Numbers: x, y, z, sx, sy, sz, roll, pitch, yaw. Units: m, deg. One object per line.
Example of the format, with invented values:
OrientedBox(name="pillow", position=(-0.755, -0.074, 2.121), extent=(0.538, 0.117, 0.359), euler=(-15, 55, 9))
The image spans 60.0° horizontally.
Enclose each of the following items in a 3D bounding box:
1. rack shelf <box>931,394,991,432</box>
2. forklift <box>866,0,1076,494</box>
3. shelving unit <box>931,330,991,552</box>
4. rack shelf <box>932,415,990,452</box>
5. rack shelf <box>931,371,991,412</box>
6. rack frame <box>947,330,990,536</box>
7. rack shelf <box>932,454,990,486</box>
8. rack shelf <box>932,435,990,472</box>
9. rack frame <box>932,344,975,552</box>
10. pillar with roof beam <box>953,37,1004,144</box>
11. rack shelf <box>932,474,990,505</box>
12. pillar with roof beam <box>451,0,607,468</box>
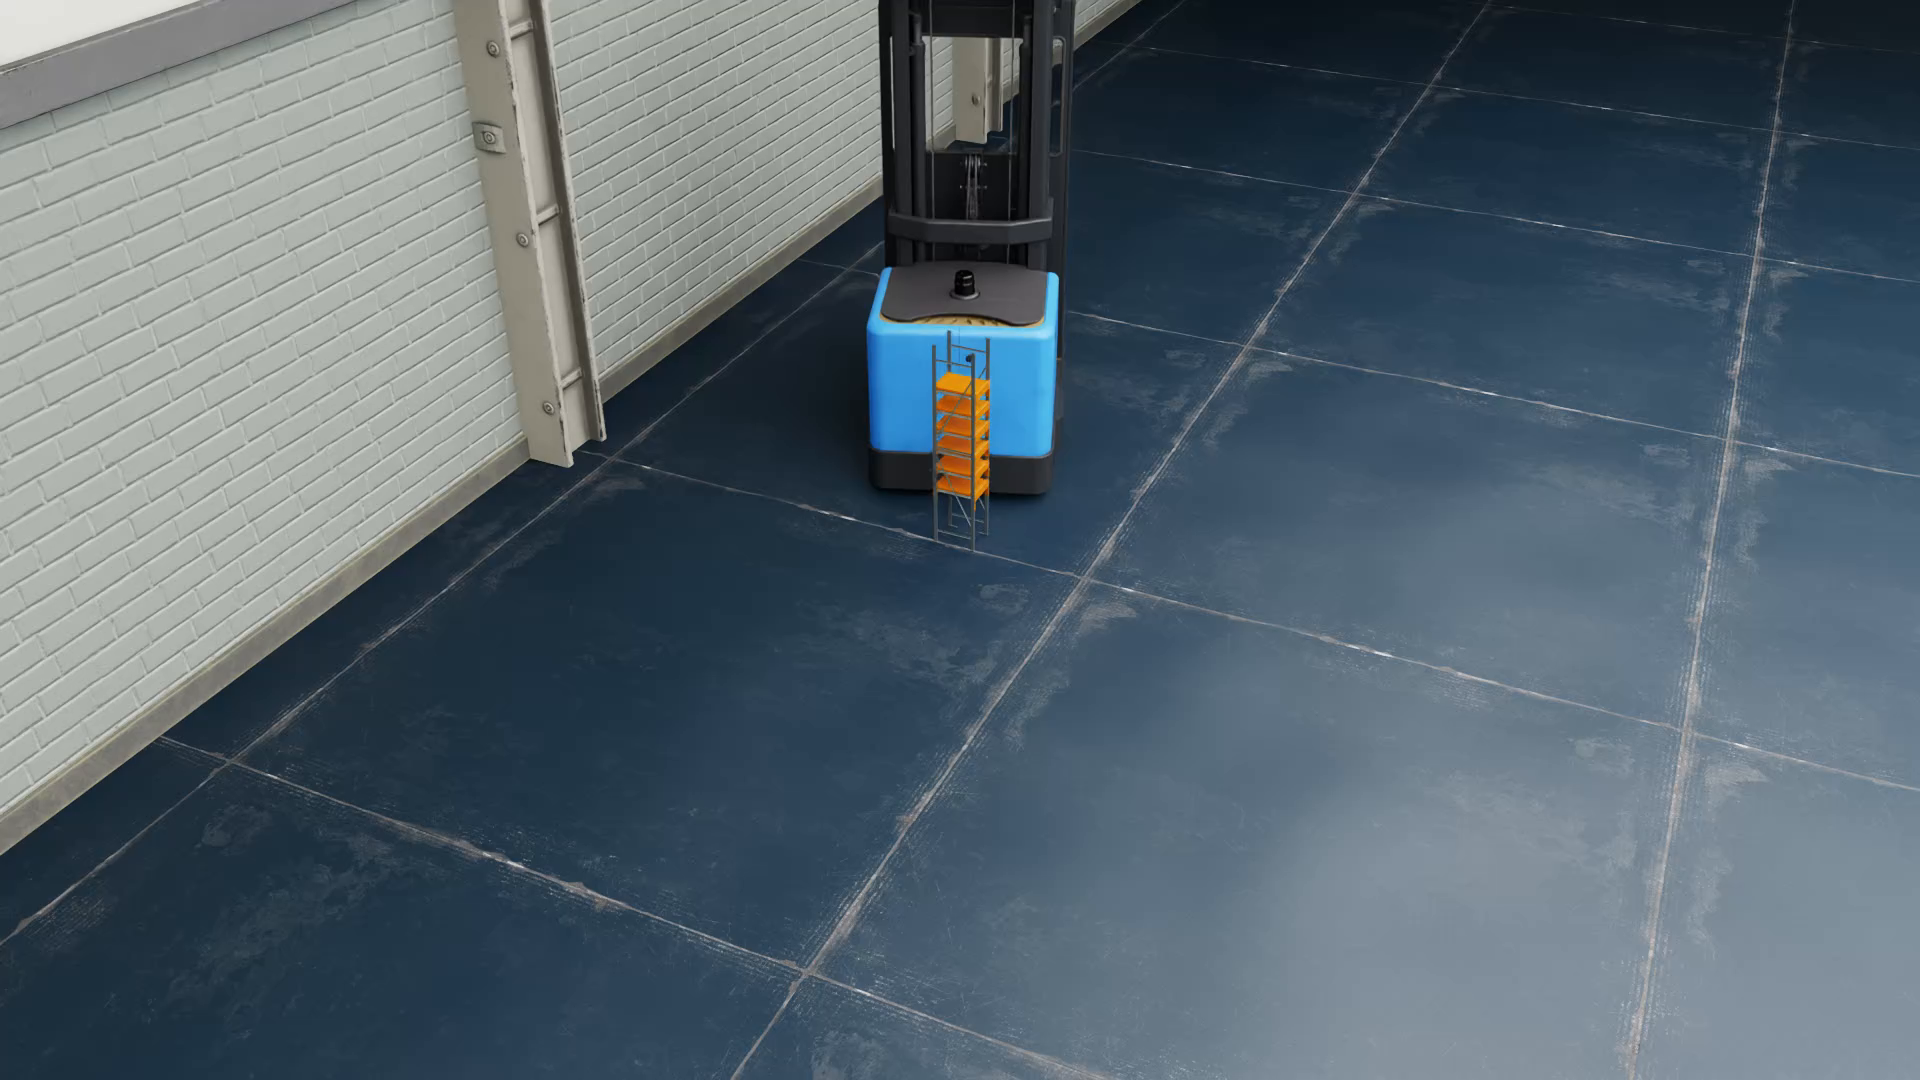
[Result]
OrientedBox(name="rack shelf", position=(0.006, -0.673, 8.693), extent=(0.258, 0.103, 0.180), euler=(14, 36, 20))
OrientedBox(name="forklift", position=(0.111, -2.269, 9.906), extent=(1.130, 2.935, 3.031), euler=(2, 33, 4))
OrientedBox(name="shelving unit", position=(0.006, -0.509, 8.800), extent=(0.258, 1.200, 0.189), euler=(14, 36, 20))
OrientedBox(name="rack shelf", position=(0.006, -0.572, 8.759), extent=(0.258, 0.103, 0.180), euler=(14, 36, 20))
OrientedBox(name="rack shelf", position=(0.006, -0.773, 8.627), extent=(0.258, 0.103, 0.180), euler=(14, 36, 20))
OrientedBox(name="rack frame", position=(0.044, -0.555, 8.870), extent=(0.240, 1.200, 0.006), euler=(14, 36, 20))
OrientedBox(name="rack shelf", position=(0.006, -0.371, 8.891), extent=(0.258, 0.103, 0.180), euler=(14, 36, 20))
OrientedBox(name="rack shelf", position=(0.006, -0.472, 8.825), extent=(0.258, 0.103, 0.180), euler=(14, 36, 20))
OrientedBox(name="rack frame", position=(-0.032, -0.463, 8.731), extent=(0.240, 1.200, 0.006), euler=(14, 36, 20))
OrientedBox(name="pillar with roof beam", position=(4.064, -6.321, 10.552), extent=(9.100, 9.000, 0.400), euler=(14, 36, 20))
OrientedBox(name="rack shelf", position=(0.006, -0.271, 8.956), extent=(0.258, 0.103, 0.180), euler=(14, 36, 20))
OrientedBox(name="pillar with roof beam", position=(1.553, -3.333, 5.995), extent=(9.100, 9.000, 0.400), euler=(14, 36, 20))
